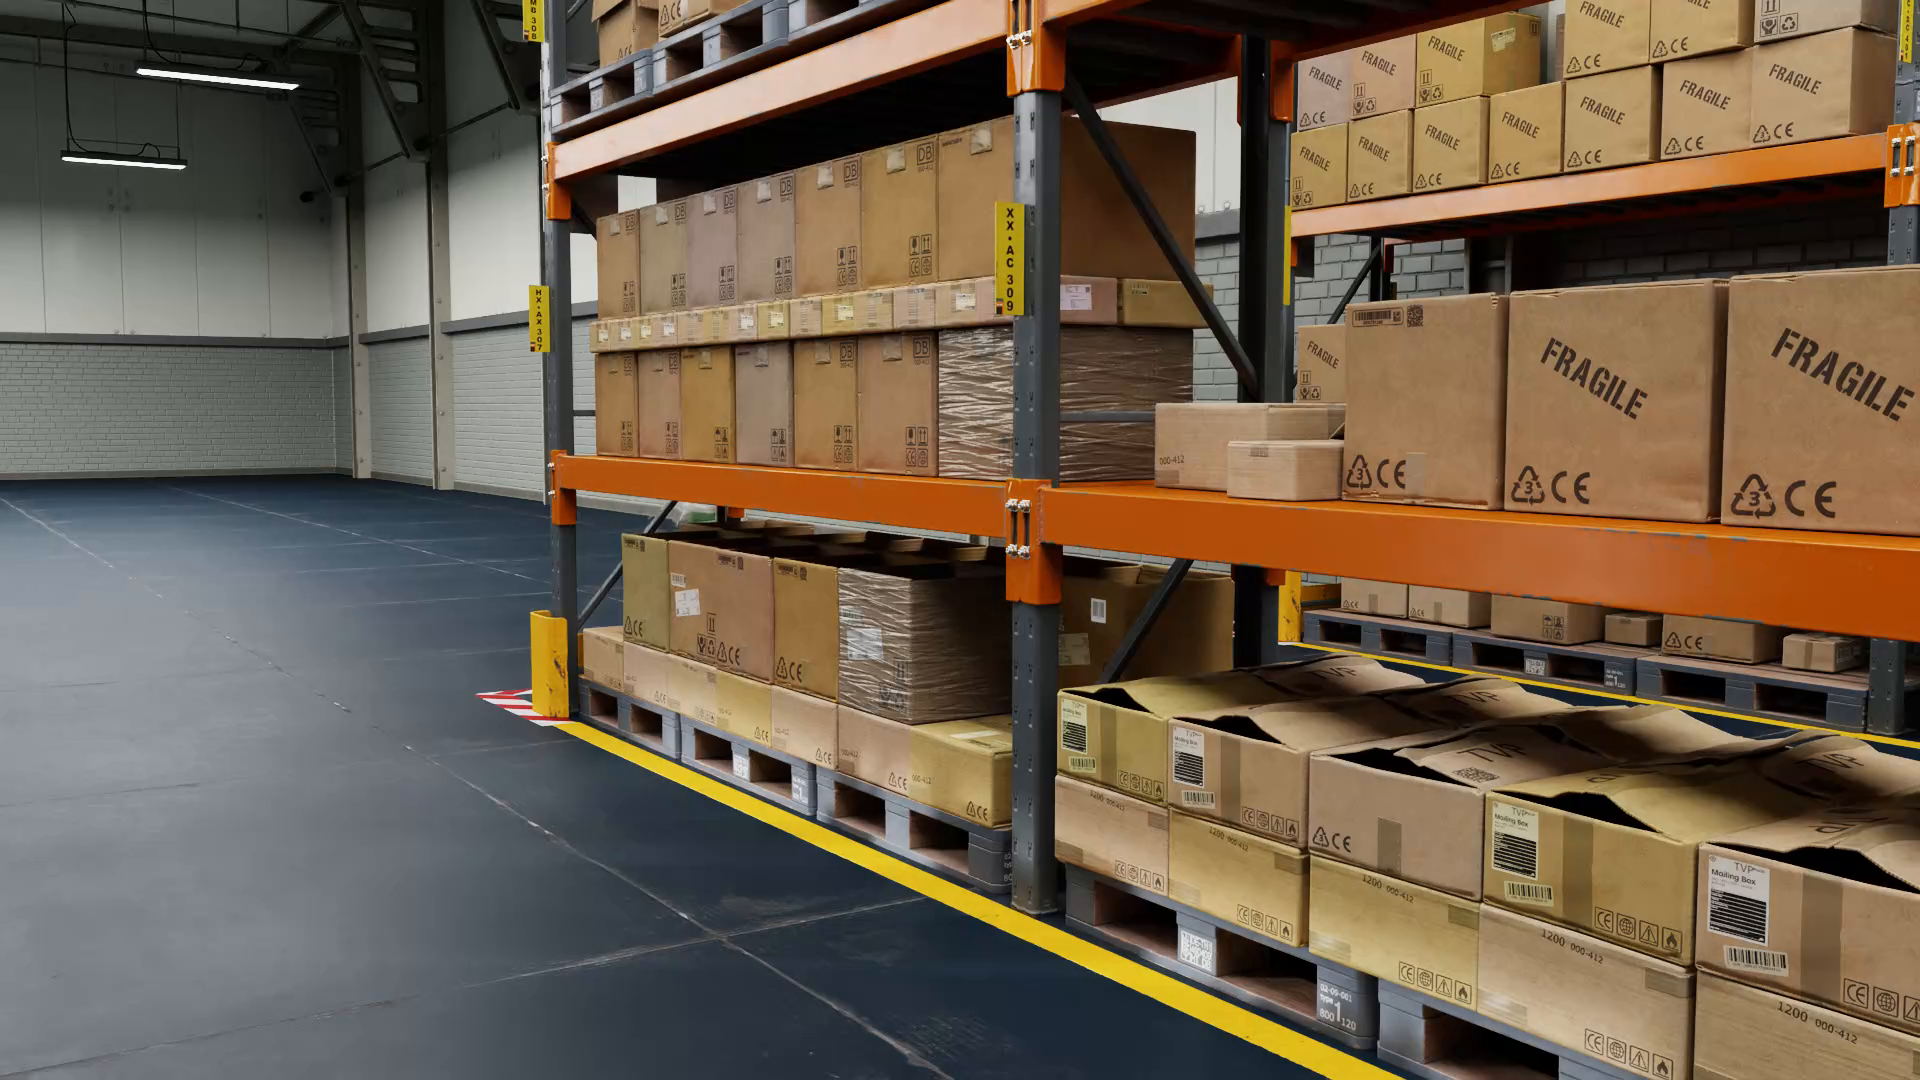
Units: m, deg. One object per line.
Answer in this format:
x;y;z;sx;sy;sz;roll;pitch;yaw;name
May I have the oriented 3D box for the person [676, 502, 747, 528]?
-1.475;-0.153;9.980;0.534;1.792;0.350;4;6;44;person
